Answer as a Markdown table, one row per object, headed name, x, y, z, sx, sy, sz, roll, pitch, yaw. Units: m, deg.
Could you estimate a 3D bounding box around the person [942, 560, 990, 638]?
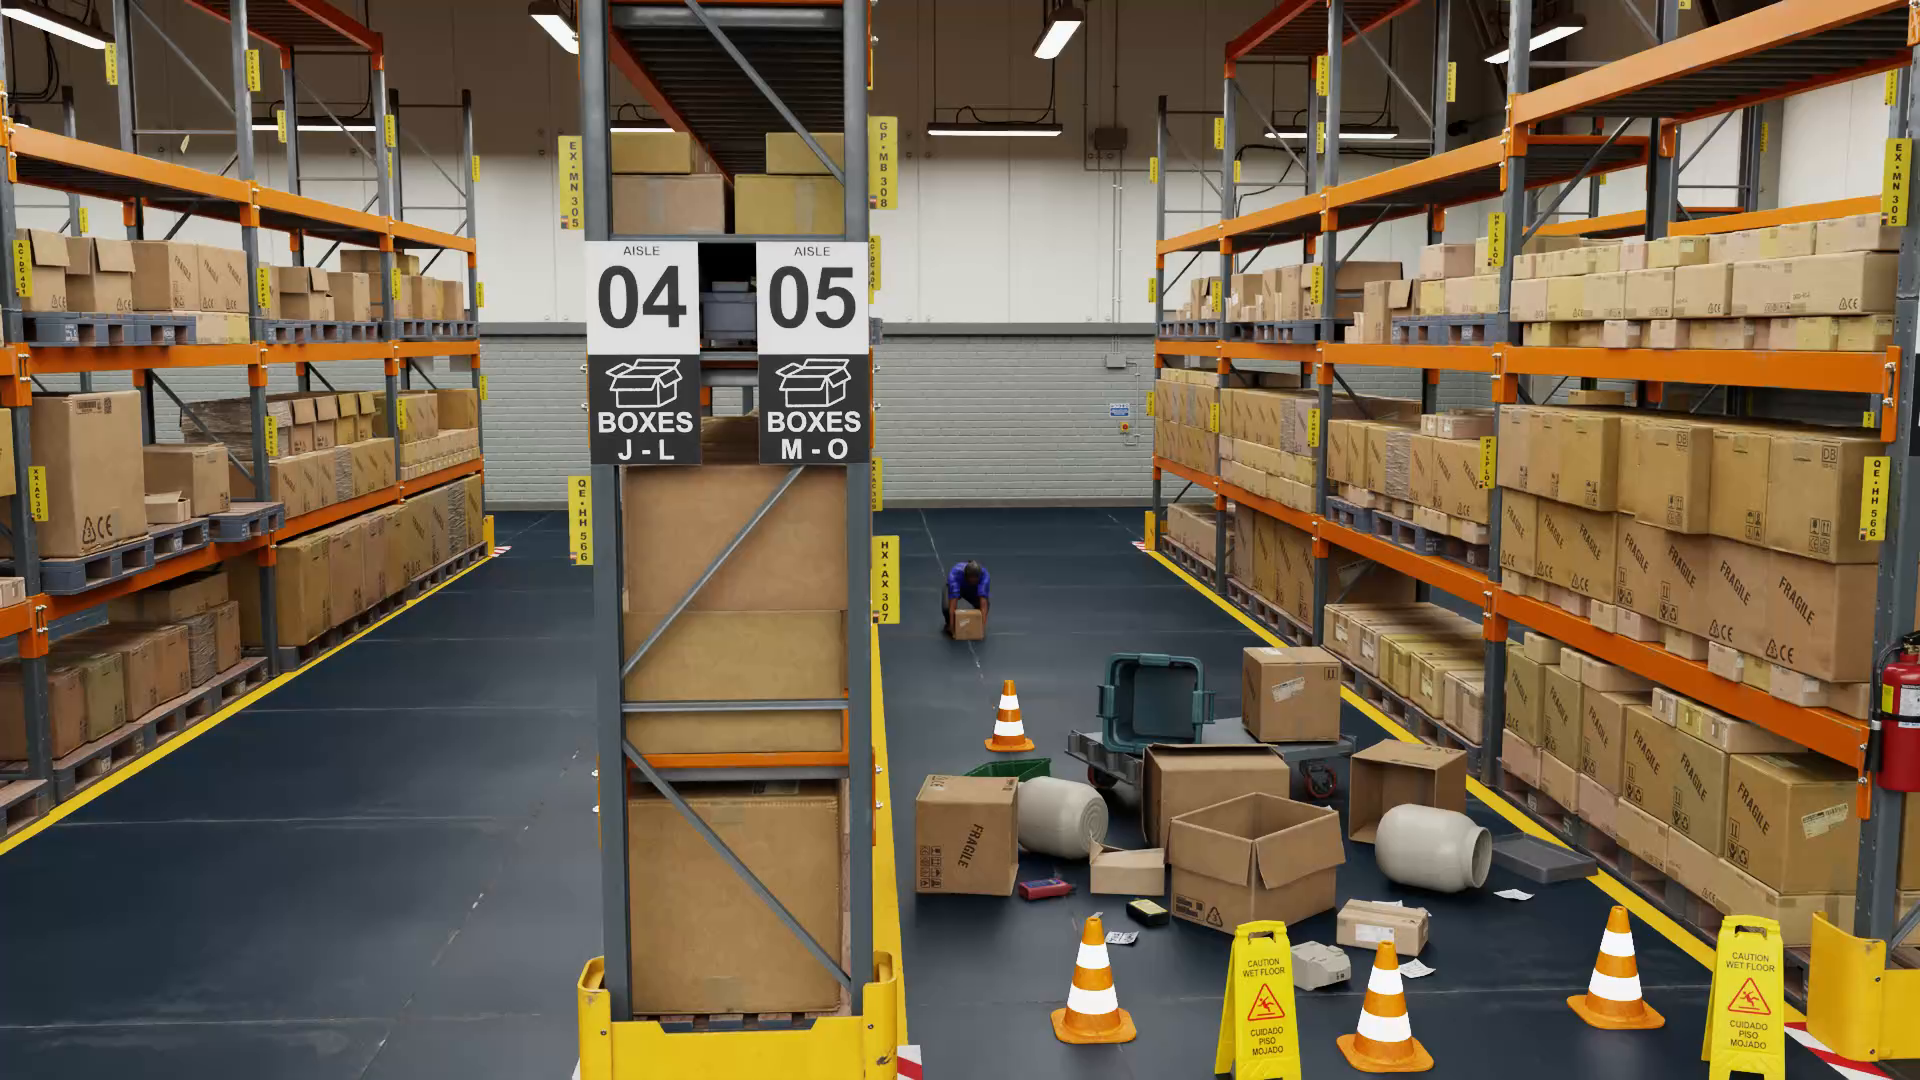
| name | x | y | z | sx | sy | sz | roll | pitch | yaw |
| --- | --- | --- | --- | --- | --- | --- | --- | --- | --- |
| person | 0.052 | 0.565 | 16.227 | 0.474 | 0.817 | 0.830 | -1 | 7 | -4 |
